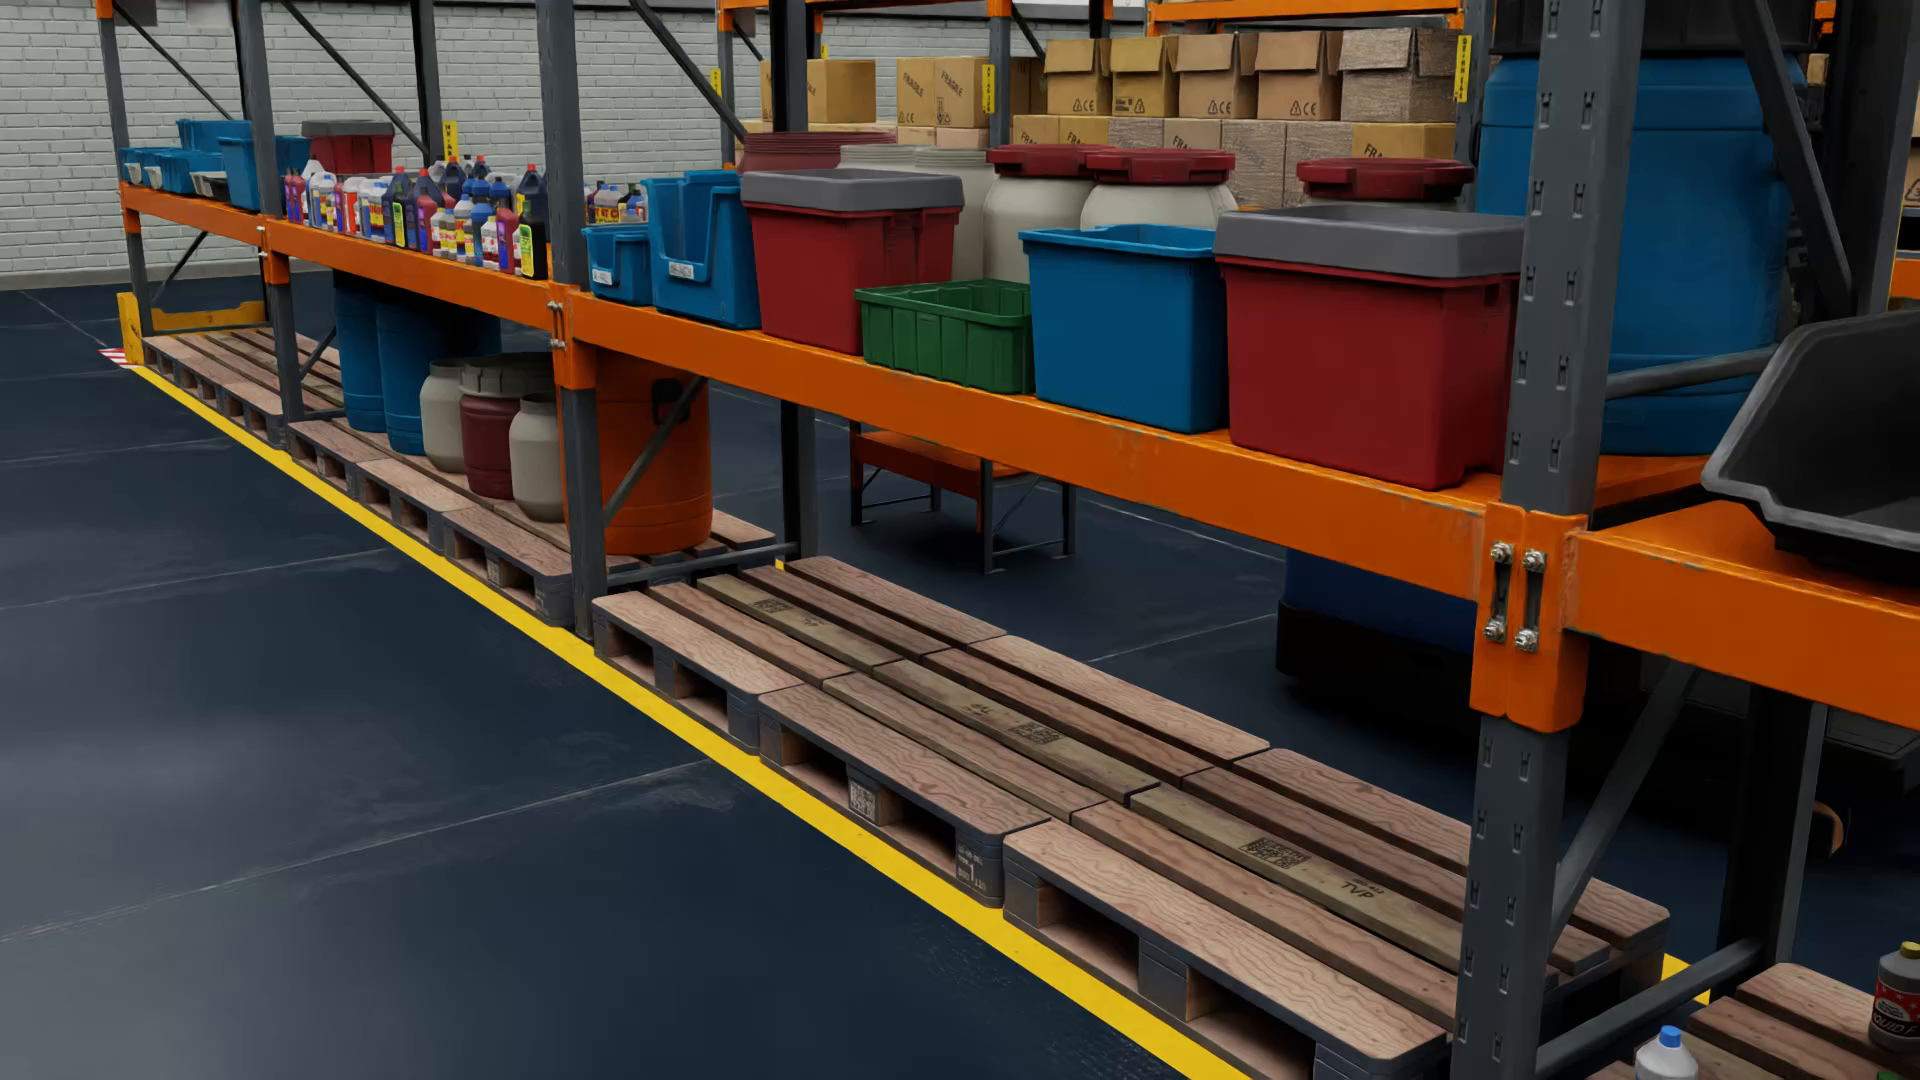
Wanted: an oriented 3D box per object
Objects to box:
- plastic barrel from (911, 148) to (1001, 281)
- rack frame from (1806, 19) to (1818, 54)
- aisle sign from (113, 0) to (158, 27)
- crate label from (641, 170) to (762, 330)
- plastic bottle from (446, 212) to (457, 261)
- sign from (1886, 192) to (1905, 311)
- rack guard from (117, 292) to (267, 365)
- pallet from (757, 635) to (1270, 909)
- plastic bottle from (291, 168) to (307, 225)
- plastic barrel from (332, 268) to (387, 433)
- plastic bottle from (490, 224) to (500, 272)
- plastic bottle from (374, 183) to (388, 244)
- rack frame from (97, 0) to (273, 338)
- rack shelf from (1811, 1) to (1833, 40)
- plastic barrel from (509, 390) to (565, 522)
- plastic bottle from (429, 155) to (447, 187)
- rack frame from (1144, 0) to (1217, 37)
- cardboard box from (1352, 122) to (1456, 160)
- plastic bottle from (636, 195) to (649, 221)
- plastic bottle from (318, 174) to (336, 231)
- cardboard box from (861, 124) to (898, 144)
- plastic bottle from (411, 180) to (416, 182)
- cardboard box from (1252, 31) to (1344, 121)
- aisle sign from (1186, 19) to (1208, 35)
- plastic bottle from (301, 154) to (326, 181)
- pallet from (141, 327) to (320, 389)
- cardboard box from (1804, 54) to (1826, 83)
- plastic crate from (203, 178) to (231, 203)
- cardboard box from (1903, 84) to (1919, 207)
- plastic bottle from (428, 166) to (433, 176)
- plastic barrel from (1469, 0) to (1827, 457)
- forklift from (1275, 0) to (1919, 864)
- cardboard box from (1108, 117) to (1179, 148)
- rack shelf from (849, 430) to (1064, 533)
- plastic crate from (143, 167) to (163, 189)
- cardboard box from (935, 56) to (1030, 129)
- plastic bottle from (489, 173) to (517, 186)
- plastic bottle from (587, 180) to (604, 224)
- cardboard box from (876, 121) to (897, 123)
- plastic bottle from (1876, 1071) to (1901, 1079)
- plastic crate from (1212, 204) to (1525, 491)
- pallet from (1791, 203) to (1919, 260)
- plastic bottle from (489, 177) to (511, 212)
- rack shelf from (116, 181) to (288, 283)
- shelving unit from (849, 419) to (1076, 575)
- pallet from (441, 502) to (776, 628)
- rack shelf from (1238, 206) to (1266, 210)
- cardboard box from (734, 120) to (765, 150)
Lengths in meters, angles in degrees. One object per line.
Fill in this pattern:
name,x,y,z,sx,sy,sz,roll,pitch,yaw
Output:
plastic barrel,0.017,-0.930,5.078,0.421,0.512,0.421,0,15,0
rack frame,8.663,-4.313,17.653,1.000,3.000,0.127,-11,19,-35
aisle sign,-5.994,-4.083,11.889,0.394,0.787,0.004,-11,19,-35
crate label,-0.643,-0.915,5.170,0.502,0.435,0.616,-11,19,-35
plastic bottle,-2.066,-1.257,6.863,0.097,0.201,0.097,0,15,0
sign,1.795,-0.514,3.249,0.100,0.325,0.005,-11,19,-35
rack guard,-5.736,-1.658,12.686,1.175,0.500,0.348,-11,19,-35
pallet,0.129,0.625,4.894,1.003,0.211,1.213,-11,19,-35
plastic bottle,-3.411,-1.777,8.607,0.061,0.283,0.133,-11,19,-35
plastic barrel,-3.054,-1.078,9.011,0.600,0.901,0.708,-11,19,-35
plastic bottle,-1.780,-1.153,6.483,0.097,0.201,0.097,0,15,0
plastic bottle,-2.612,-1.489,7.578,0.097,0.271,0.097,0,15,0
rack frame,-5.712,-2.860,12.345,1.000,3.000,0.127,-11,19,-35
rack shelf,9.839,-4.986,15.792,1.077,0.370,4.000,-11,19,-35
plastic barrel,-1.714,-0.363,7.138,0.421,0.512,0.421,0,15,0
plastic bottle,-2.671,-1.815,8.617,0.144,0.351,0.185,-11,19,-35
rack frame,2.366,-4.377,17.888,1.000,3.000,0.127,-11,19,-35
cardboard box,2.508,-2.036,9.143,0.500,0.500,0.500,-10,18,-33
plastic bottle,-1.273,-1.334,7.001,0.152,0.276,0.135,-11,19,-35
plastic bottle,-3.135,-1.679,8.272,0.097,0.271,0.097,0,15,0
cardboard box,-0.432,-3.119,13.009,0.500,0.250,0.500,-10,18,-33
plastic bottle,-2.957,-1.853,9.041,0.097,0.201,0.097,0,15,0
cardboard box,2.201,-2.751,9.856,0.797,0.503,0.637,-10,18,-33
aisle sign,2.566,-5.693,17.772,0.394,0.787,0.004,-11,19,-35
plastic bottle,-3.391,-1.848,8.740,0.144,0.351,0.185,-11,19,-35
pallet,-5.258,-1.333,12.047,1.003,0.211,1.213,-11,19,-35
cardboard box,8.689,-4.705,17.001,0.500,0.500,0.500,-11,19,-34
plastic crate,-4.235,-2.100,9.973,0.437,0.125,0.590,-11,19,-35
cardboard box,4.256,-1.675,7.022,0.797,0.503,0.637,-9,18,-29
plastic bottle,-2.867,-1.912,9.116,0.152,0.276,0.135,-11,19,-35
plastic barrel,1.362,-0.669,3.389,0.600,0.901,0.708,-11,19,-35
forklift,2.444,-0.704,4.595,1.130,2.935,3.031,-13,20,-40
cardboard box,1.305,-2.472,10.737,0.500,0.500,0.500,-11,19,-36
rack shelf,-0.004,-0.308,7.497,0.538,0.278,1.000,-11,19,-35
plastic crate,-5.312,-2.432,11.166,0.250,0.136,0.298,-11,19,-35
cardboard box,0.160,-3.264,12.121,0.500,0.500,0.500,-10,18,-33
plastic bottle,-2.276,-1.698,8.333,0.152,0.276,0.135,-11,19,-35
plastic bottle,-1.643,-1.492,7.567,0.061,0.283,0.133,-11,19,-35
cardboard box,-0.608,-3.421,14.114,0.500,0.250,0.500,-12,19,-36
plastic bottle,1.475,0.984,2.610,0.061,0.283,0.133,-11,19,-35
plastic crate,0.812,-0.385,3.178,0.402,0.464,0.583,-11,19,-35
pallet,4.195,-1.412,7.416,1.003,0.211,1.213,-11,19,-35
plastic bottle,-2.230,-1.623,8.067,0.097,0.271,0.097,0,15,0
rack shelf,-4.536,-2.086,10.879,1.077,0.370,4.000,-11,19,-35
shelving unit,-0.004,-0.544,7.433,0.538,1.125,1.048,-11,19,-35
pallet,-1.505,0.031,7.063,1.003,0.211,1.213,-11,19,-35
rack shelf,1.823,-2.001,10.567,1.077,0.370,4.000,-11,19,-35
cardboard box,-1.641,-3.556,14.607,0.500,0.250,0.500,-11,19,-36
